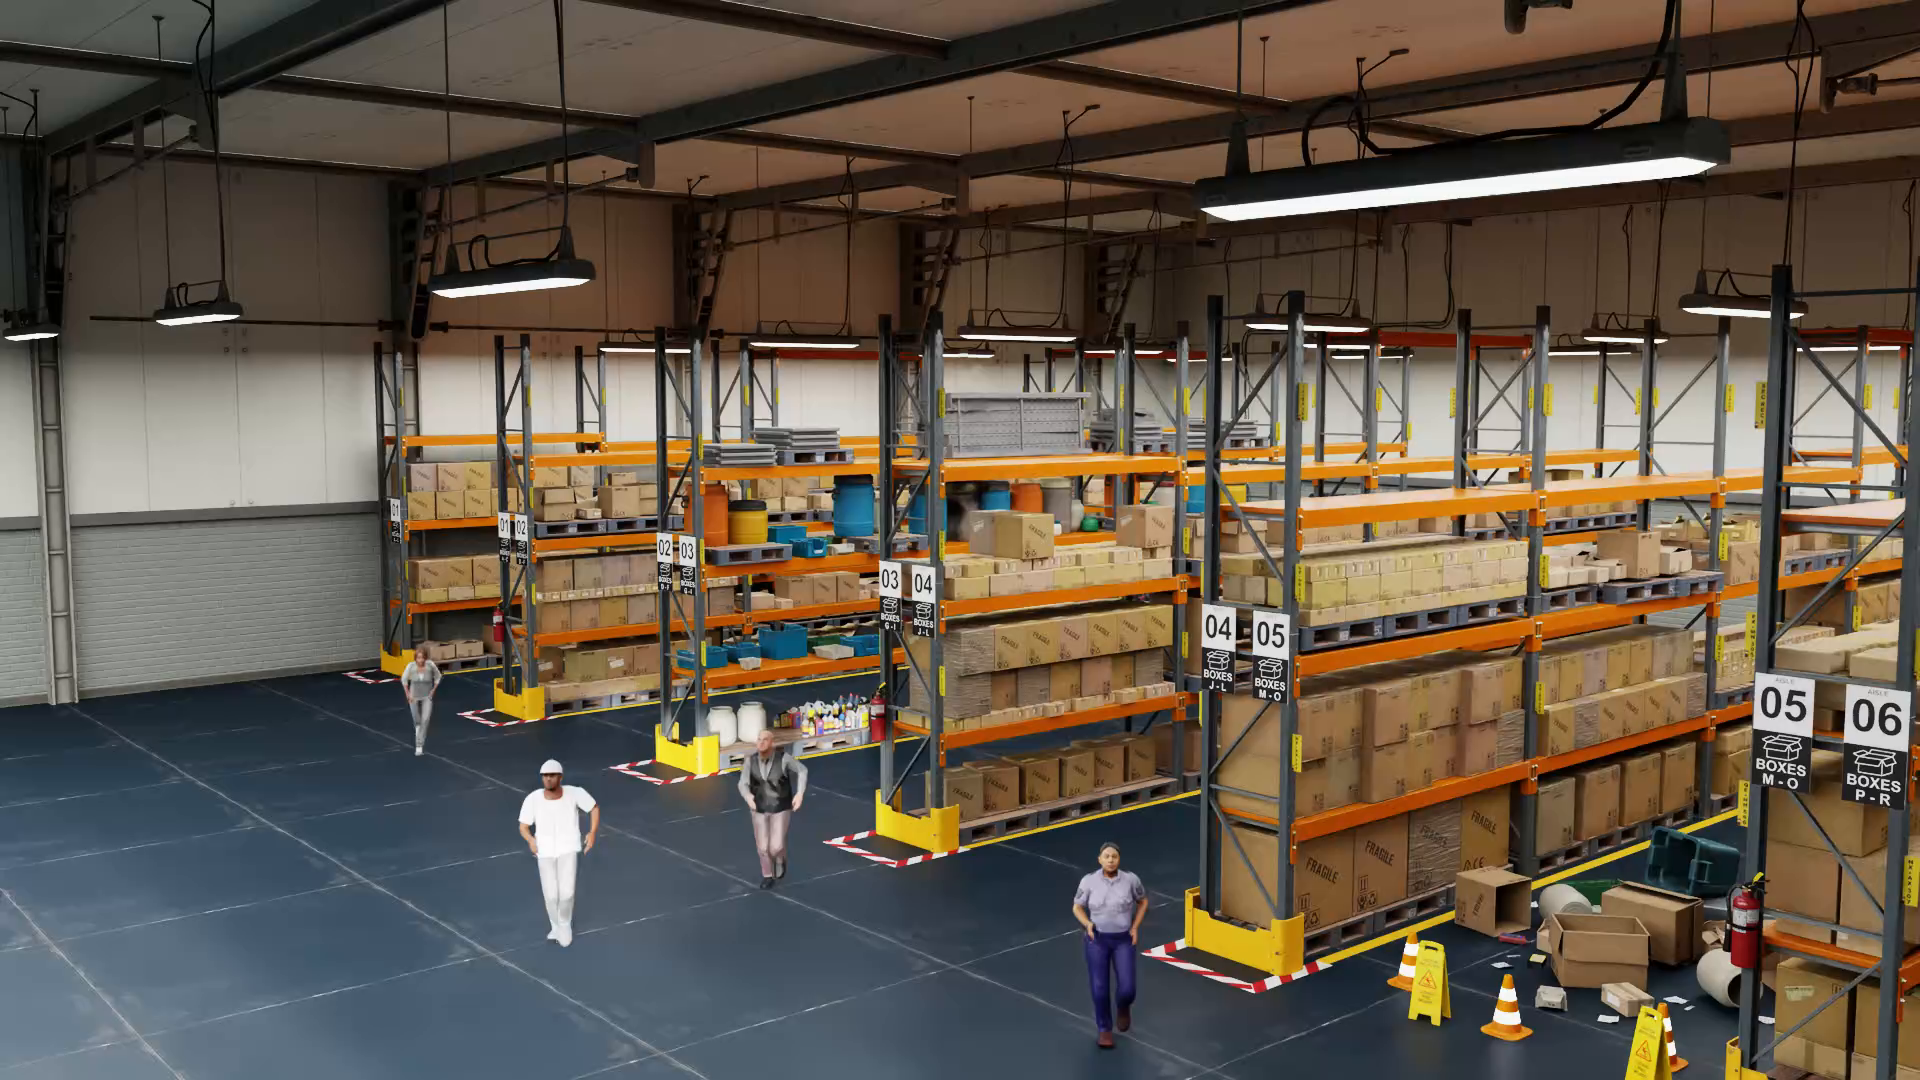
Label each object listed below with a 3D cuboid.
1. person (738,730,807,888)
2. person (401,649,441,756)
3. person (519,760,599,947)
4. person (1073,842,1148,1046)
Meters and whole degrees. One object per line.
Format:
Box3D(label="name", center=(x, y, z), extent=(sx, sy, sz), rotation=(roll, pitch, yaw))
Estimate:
Box3D(label="person", center=(-1.939, 2.779, 17.031), extent=(0.680, 1.677, 0.696), rotation=(1, 5, 7))
Box3D(label="person", center=(-7.673, 2.271, 23.689), extent=(0.539, 1.547, 0.768), rotation=(-2, 6, -24))
Box3D(label="person", center=(-3.725, 2.901, 15.401), extent=(0.712, 1.737, 0.653), rotation=(0, 5, -5))
Box3D(label="person", center=(1.186, 3.177, 13.073), extent=(0.600, 1.599, 0.561), rotation=(0, 5, 2))
